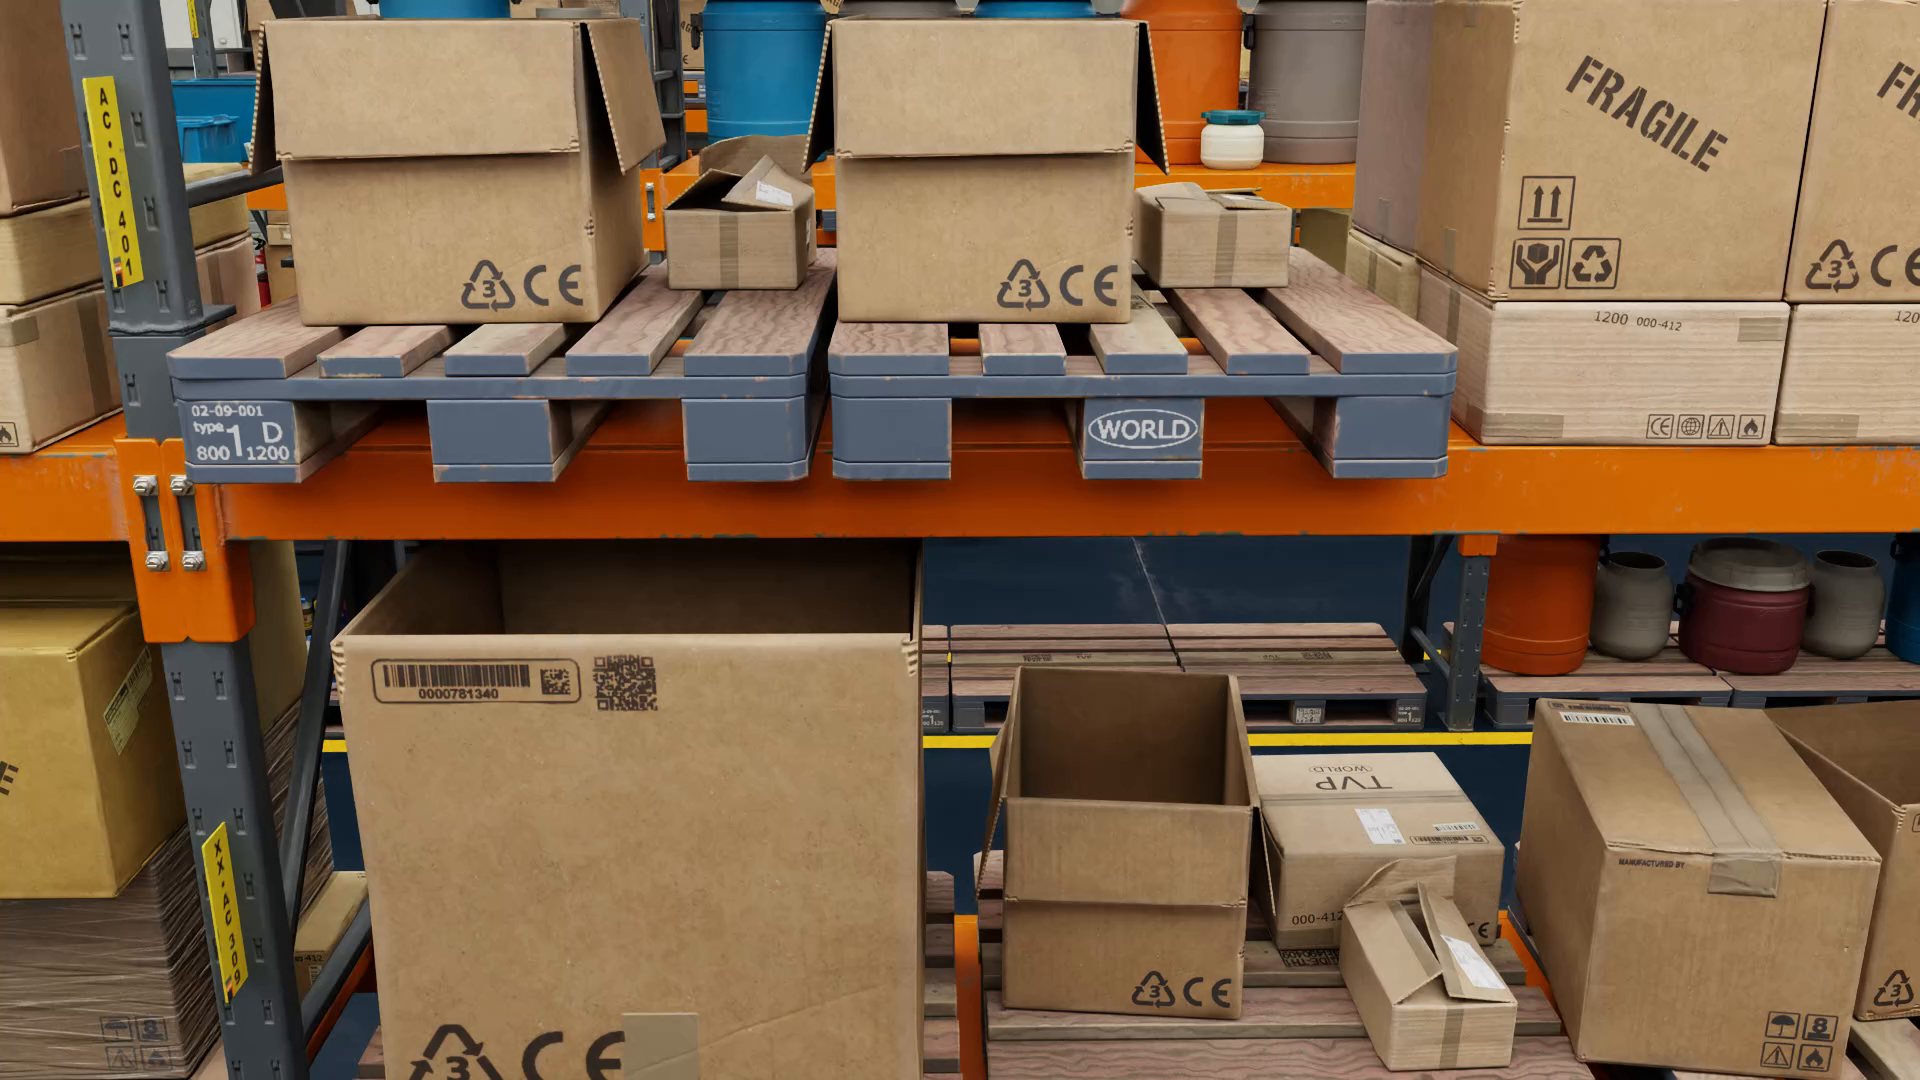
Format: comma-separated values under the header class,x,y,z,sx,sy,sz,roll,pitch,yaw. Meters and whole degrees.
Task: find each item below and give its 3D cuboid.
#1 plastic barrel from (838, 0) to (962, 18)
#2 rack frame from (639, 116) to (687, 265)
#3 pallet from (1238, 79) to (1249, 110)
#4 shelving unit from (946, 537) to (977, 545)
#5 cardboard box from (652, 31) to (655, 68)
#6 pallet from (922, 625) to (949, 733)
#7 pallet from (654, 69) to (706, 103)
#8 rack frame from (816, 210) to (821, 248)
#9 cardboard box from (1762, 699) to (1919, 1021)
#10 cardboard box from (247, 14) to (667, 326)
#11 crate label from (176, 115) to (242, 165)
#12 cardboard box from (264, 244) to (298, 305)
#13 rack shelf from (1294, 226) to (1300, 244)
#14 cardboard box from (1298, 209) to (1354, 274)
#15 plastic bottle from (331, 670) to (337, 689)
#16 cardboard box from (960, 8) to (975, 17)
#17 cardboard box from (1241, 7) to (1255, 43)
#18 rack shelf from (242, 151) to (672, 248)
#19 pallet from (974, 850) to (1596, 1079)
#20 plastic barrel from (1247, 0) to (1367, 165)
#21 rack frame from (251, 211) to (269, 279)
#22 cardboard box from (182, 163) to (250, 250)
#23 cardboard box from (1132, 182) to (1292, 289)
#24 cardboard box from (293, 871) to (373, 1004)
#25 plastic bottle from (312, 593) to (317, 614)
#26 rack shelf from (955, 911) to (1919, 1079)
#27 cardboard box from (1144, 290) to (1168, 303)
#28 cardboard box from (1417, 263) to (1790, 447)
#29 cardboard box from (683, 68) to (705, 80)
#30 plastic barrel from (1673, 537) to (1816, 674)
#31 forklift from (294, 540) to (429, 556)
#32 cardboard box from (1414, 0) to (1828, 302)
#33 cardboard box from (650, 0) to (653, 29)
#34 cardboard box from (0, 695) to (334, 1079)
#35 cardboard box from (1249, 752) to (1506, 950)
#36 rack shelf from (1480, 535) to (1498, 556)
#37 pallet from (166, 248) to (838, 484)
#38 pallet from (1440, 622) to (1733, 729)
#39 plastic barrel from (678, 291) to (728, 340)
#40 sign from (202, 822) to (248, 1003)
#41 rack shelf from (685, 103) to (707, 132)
class,x,y,z,sx,sy,sz,roll,pitch,yaw
plastic barrel,-0.292,-2.317,8.128,0.600,0.901,0.600,0,18,0
rack frame,-1.451,-0.578,8.439,0.127,3.000,1.000,0,18,-1
pallet,1.797,-3.418,12.690,1.003,0.211,1.213,1,18,2
shelving unit,0.008,-0.429,11.410,0.210,0.900,0.258,0,18,-1
cardboard box,-2.573,-3.819,12.860,0.500,0.311,0.500,-1,18,-4
pallet,-0.666,0.734,8.913,1.213,0.211,1.003,0,18,-1
pallet,-2.378,-3.465,12.673,1.213,0.211,1.003,0,18,-1
rack frame,-1.607,-3.604,17.871,0.127,3.000,1.000,0,18,-1
cardboard box,2.087,0.683,3.658,0.500,0.500,0.500,-2,18,-8
cardboard box,-0.901,-0.715,3.098,0.637,0.503,0.797,-1,18,-4
crate label,-3.574,-1.824,7.657,0.408,0.251,0.502,0,18,-1
cardboard box,-5.058,-2.118,13.074,0.500,0.500,0.700,0,18,-1
rack shelf,4.392,-3.290,18.071,4.000,0.370,1.077,0,18,-1
cardboard box,3.102,-2.395,13.252,0.500,0.500,0.700,-6,19,-19
plastic bottle,-3.190,0.615,8.465,0.097,0.271,0.097,0,18,0
cardboard box,0.174,-5.264,17.284,0.500,0.500,0.500,-1,18,-3
cardboard box,2.867,-5.328,17.452,0.500,0.500,0.700,-2,18,-5
rack shelf,-3.451,-1.654,8.060,4.000,0.370,1.077,0,18,-1
pallet,0.648,1.029,3.744,1.213,0.211,1.003,0,18,-1
plastic barrel,1.724,-2.327,8.158,0.600,0.901,0.600,0,18,0
rack frame,-5.525,-2.072,13.095,0.127,3.000,1.000,0,18,-1
cardboard box,-1.703,-0.705,3.515,0.250,0.149,0.380,-1,18,-2
cardboard box,0.500,-0.622,3.360,0.250,0.166,0.380,-1,18,-2
cardboard box,-1.592,0.964,4.045,0.250,0.149,0.380,0,18,-1
plastic bottle,-3.504,0.376,9.190,0.133,0.283,0.061,0,18,0
rack shelf,0.627,1.268,3.863,4.000,0.370,1.077,0,18,-1
cardboard box,1.579,-1.902,12.977,0.250,0.149,0.380,0,18,-1
cardboard box,1.157,-0.356,3.082,0.500,0.250,0.500,0,18,1
cardboard box,-2.614,-5.013,17.156,0.500,0.500,0.500,-2,18,-6
plastic barrel,4.167,0.338,8.844,0.708,0.588,0.600,0,18,-1
forklift,-2.991,-1.270,10.709,3.031,2.935,1.130,-2,18,-7
cardboard box,1.146,-0.716,2.977,0.500,0.500,0.500,0,18,0
cardboard box,-3.174,-5.469,16.940,0.500,0.500,0.500,-1,18,-3
cardboard box,-1.824,0.729,3.714,0.500,0.500,0.875,0,18,-1
cardboard box,0.947,0.725,3.936,0.500,0.250,0.500,-1,18,-2
rack shelf,4.548,-0.264,8.639,4.000,0.370,1.077,0,18,-1
pallet,-0.754,-0.375,3.201,1.003,0.211,1.213,0,18,-1
pallet,3.336,0.714,8.976,1.213,0.211,1.003,0,18,-1
plastic barrel,-1.060,-0.726,8.079,0.708,0.901,0.600,0,18,-1
sign,-1.356,0.688,3.074,0.005,0.325,0.100,0,18,-1
rack shelf,-3.525,-3.167,12.776,4.000,0.370,1.077,0,18,-1
